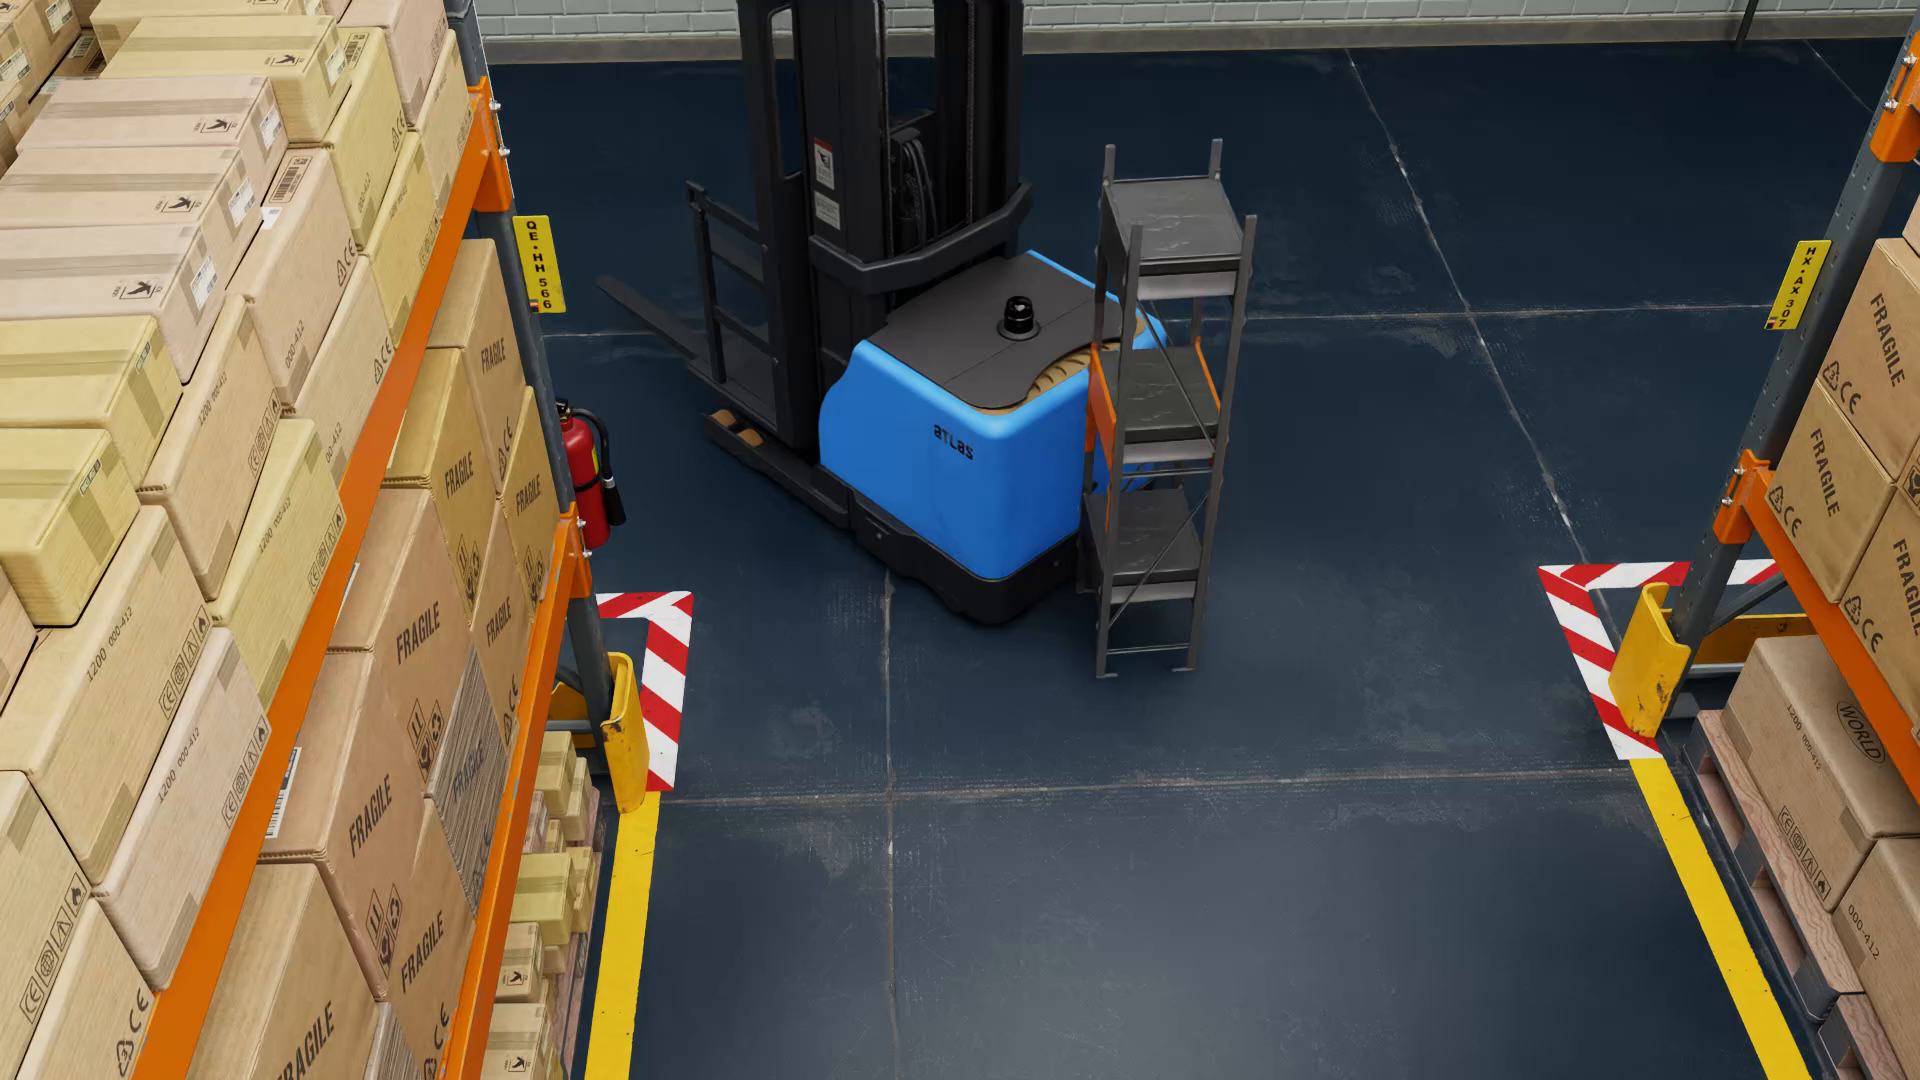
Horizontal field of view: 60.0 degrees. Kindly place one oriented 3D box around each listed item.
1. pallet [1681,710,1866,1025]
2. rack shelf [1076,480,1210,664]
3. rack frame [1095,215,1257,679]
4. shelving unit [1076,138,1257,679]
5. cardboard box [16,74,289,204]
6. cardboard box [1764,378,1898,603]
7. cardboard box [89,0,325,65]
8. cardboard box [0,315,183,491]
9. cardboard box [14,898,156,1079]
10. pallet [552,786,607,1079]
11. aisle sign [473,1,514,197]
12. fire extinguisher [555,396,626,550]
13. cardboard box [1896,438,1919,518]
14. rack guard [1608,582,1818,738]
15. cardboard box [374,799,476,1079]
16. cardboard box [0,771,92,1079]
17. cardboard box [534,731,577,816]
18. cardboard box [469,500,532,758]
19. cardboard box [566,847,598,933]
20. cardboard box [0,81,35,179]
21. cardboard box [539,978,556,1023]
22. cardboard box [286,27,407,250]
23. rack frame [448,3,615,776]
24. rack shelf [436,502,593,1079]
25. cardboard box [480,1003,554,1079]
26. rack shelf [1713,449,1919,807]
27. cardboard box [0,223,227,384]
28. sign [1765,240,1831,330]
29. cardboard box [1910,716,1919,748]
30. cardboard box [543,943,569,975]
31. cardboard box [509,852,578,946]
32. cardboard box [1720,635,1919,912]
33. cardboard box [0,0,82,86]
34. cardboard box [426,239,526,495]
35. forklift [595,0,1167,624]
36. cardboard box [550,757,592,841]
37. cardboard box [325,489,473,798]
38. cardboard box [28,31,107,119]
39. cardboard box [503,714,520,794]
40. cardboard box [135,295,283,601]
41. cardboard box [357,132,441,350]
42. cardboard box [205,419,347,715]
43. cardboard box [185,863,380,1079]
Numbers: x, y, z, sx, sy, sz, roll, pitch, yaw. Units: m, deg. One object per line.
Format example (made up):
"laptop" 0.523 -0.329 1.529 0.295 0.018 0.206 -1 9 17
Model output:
"pallet" 3.284 1.108 5.885 1.003 0.211 1.213 -2 43 -2
"rack shelf" 0.714 0.125 6.616 0.431 0.518 0.480 -4 43 -5
"rack frame" 0.741 -0.237 5.955 0.400 2.100 0.015 -4 43 -5
"shelving unit" 0.714 -0.401 6.134 0.431 2.100 0.503 -4 43 -5
"cardboard box" -1.467 -0.723 3.045 0.380 0.149 0.250 -3 43 -3
"cardboard box" 2.906 -0.162 5.133 0.500 0.500 0.500 -2 43 -2
"cardboard box" -1.537 -1.071 3.424 0.380 0.149 0.250 -3 43 -3
"cardboard box" -1.402 -0.197 2.471 0.380 0.149 0.250 -3 43 -3
"cardboard box" -1.386 0.744 2.109 0.500 0.250 0.500 -2 43 -2
"pallet" -1.767 1.381 5.587 1.003 0.211 1.213 -2 43 -2
"aisle sign" -1.473 -1.264 4.485 0.394 0.787 0.004 -2 43 -2
"fire extinguisher" -1.319 -0.265 5.652 0.296 0.674 0.183 -2 43 -2
"cardboard box" 2.937 -0.182 4.415 0.500 0.500 0.500 -3 43 -3
"rack guard" 3.171 0.447 6.392 1.175 0.500 0.348 -2 43 -2
"cardboard box" -1.434 0.929 3.723 0.500 0.500 0.500 0 43 0
"cardboard box" -1.397 0.550 1.952 0.500 0.250 0.500 -2 43 -2
"cardboard box" -1.494 0.779 5.539 0.380 0.149 0.250 -1 43 -1
"cardboard box" -1.476 0.250 4.463 0.500 0.500 0.500 -2 43 -2
"cardboard box" -1.426 1.169 5.554 0.380 0.149 0.250 0 43 0
"cardboard box" -1.925 -0.711 3.032 0.380 0.149 0.250 -1 43 -1
"cardboard box" -1.478 1.516 5.175 0.380 0.149 0.250 -1 43 -1
"cardboard box" -1.473 -0.833 3.460 0.500 0.250 0.500 -3 43 -3
"rack frame" -1.769 -0.247 5.300 1.000 3.000 0.127 -2 43 -2
"rack shelf" -1.684 1.368 4.070 1.077 0.370 4.000 -2 43 -2
"cardboard box" -1.388 1.478 4.776 0.380 0.149 0.250 0 43 0
"rack shelf" 3.257 1.158 4.300 1.077 0.370 4.000 -2 43 -2
"cardboard box" -1.418 -0.374 2.664 0.380 0.149 0.250 -3 43 -3
"sign" 2.617 -0.794 5.197 0.100 0.325 0.005 -2 43 -2
"cardboard box" 2.958 0.522 4.386 0.500 0.500 0.500 -2 43 -2
"cardboard box" -1.438 1.238 5.259 0.380 0.149 0.250 -3 43 -4
"cardboard box" -1.402 1.122 5.165 0.380 0.149 0.250 -3 43 -3
"cardboard box" 3.300 0.775 5.770 0.875 0.438 0.875 -3 43 -3
"cardboard box" -2.052 -1.046 3.397 0.380 0.149 0.250 -2 43 -2
"cardboard box" -1.501 -0.461 4.499 0.500 0.500 0.500 -2 43 -3
"forklift" -0.543 -1.639 6.869 1.130 2.935 3.031 -33 52 -31
"cardboard box" -1.462 0.887 5.641 0.380 0.149 0.250 -3 43 -3
"cardboard box" -1.449 0.232 3.743 0.500 0.500 0.500 0 43 0
"cardboard box" -1.987 -0.826 3.452 0.500 0.250 0.500 -2 43 -2
"cardboard box" -1.440 0.567 4.598 0.380 0.149 0.250 -1 43 -1
"cardboard box" -1.444 -0.147 2.711 0.500 0.250 0.500 -3 43 -4
"cardboard box" -1.457 -0.654 3.635 0.500 0.250 0.500 -2 43 -2
"cardboard box" -1.407 0.039 2.878 0.500 0.250 0.500 0 43 0
"cardboard box" -1.403 0.936 2.975 0.500 0.500 0.500 -1 43 -1
